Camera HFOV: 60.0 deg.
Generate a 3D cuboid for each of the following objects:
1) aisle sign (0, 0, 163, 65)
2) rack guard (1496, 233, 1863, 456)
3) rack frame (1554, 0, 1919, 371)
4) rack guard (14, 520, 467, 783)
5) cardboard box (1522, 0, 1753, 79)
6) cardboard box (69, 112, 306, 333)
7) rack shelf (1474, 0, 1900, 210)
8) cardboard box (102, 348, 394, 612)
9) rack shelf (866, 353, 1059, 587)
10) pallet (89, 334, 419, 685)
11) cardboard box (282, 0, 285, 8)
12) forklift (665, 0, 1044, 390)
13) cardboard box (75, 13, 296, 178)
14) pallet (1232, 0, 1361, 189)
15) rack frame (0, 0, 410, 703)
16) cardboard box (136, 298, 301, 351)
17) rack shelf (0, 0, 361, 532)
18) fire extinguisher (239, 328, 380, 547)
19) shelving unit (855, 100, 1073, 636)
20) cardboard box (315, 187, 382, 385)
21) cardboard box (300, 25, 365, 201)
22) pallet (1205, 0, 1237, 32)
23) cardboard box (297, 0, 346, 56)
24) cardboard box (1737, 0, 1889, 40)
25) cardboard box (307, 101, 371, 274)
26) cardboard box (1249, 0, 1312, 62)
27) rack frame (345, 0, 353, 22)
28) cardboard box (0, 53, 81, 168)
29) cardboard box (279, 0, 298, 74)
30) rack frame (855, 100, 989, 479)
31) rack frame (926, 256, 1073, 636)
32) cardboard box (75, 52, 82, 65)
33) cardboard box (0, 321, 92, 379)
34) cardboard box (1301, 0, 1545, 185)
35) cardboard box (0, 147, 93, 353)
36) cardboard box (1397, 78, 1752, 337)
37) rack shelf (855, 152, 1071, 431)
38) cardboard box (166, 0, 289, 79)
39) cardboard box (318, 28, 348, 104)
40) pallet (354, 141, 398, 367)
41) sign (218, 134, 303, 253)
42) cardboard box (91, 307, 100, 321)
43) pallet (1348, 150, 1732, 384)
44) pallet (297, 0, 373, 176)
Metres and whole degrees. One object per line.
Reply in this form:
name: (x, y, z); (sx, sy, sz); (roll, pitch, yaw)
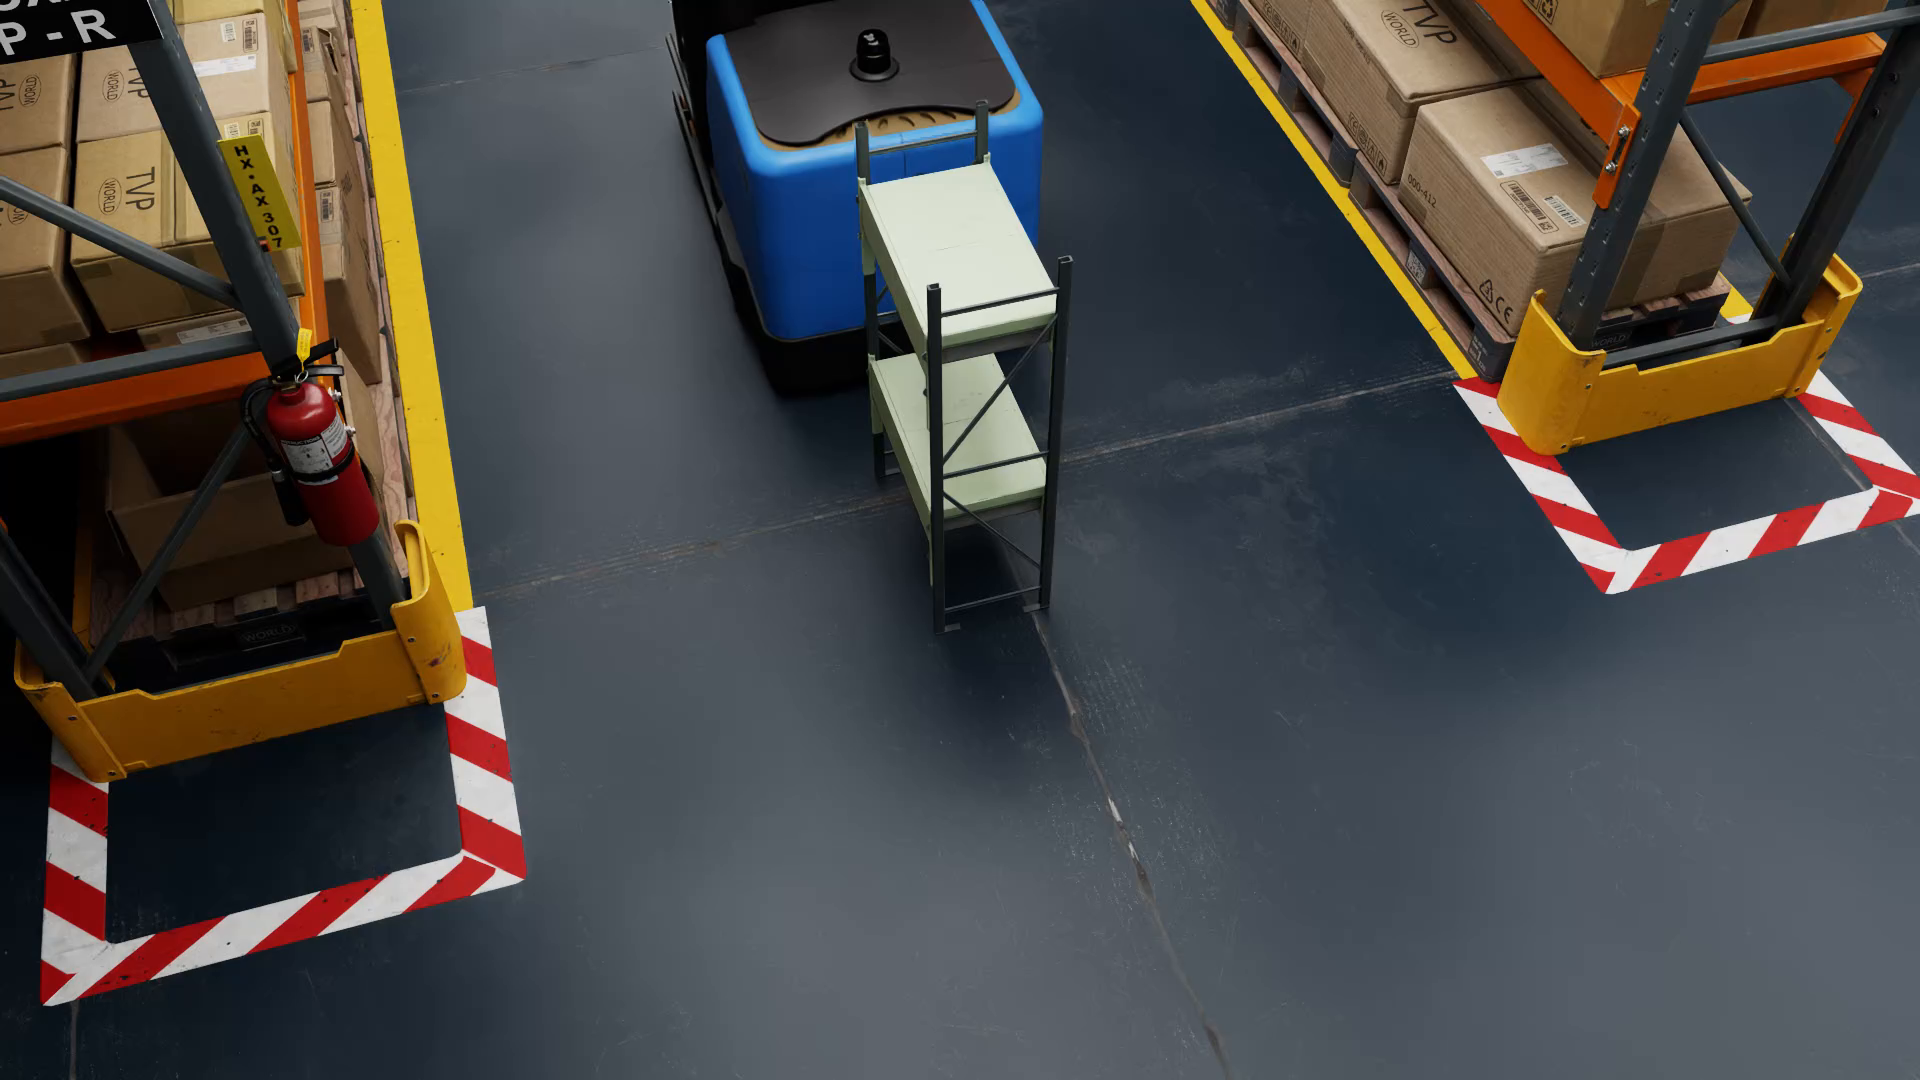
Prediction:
aisle sign: (-1.860, -1.262, 3.152); (0.394, 0.787, 0.004); (-13, 51, -11)
rack guard: (2.587, -0.709, 6.021); (1.175, 0.500, 0.348); (-13, 51, -11)
rack frame: (2.580, -1.533, 5.080); (1.000, 3.000, 0.127); (-13, 51, -11)
rack guard: (-2.183, 0.342, 5.134); (1.175, 0.500, 0.348); (-13, 51, -11)
cardboard box: (2.184, -1.857, 5.289); (0.500, 0.500, 0.500); (-13, 51, -11)
cardboard box: (-2.038, -0.848, 4.406); (0.500, 0.250, 0.500); (-13, 51, -11)
rack shelf: (1.988, -2.762, 6.587); (1.077, 0.370, 4.000); (-13, 51, -11)
cardboard box: (-2.251, -0.207, 5.320); (0.797, 0.503, 0.637); (-15, 52, -12)
rack shelf: (-0.002, -0.278, 5.430); (0.431, 0.370, 0.720); (-13, 51, -11)
pallet: (-2.420, -0.146, 5.736); (1.003, 0.211, 1.213); (-13, 51, -11)
cardboard box: (-2.427, -1.769, 5.443); (0.380, 0.149, 0.250); (-12, 51, -10)
forklift: (-0.608, -2.656, 6.072); (1.130, 2.935, 3.031); (-13, 51, -11)
cardboard box: (-2.187, -1.216, 4.717); (0.500, 0.250, 0.500); (-13, 51, -11)
pallet: (1.911, -2.090, 7.374); (1.003, 0.211, 1.213); (-13, 51, -11)
rack frame: (-2.161, -0.408, 4.132); (1.000, 3.000, 0.127); (-13, 51, -11)
cardboard box: (-1.996, -0.629, 4.483); (0.380, 0.149, 0.250); (-14, 51, -11)
rack shelf: (-2.752, -1.637, 5.638); (1.077, 0.370, 4.000); (-13, 51, -11)
fire extinguisher: (-1.676, -0.260, 4.301); (0.296, 0.674, 0.183); (-13, 51, -11)
shelving unit: (-0.002, -0.488, 5.181); (0.431, 1.500, 0.755); (-13, 51, -11)
cardboard box: (-2.467, -0.839, 5.855); (0.700, 0.500, 0.500); (-11, 51, -9)
cardboard box: (-2.774, -1.597, 6.495); (0.700, 0.500, 0.500); (-15, 52, -12)
pallet: (1.547, -2.982, 8.126); (1.003, 0.211, 1.213); (-13, 51, -11)
cardboard box: (-2.898, -2.205, 7.237); (0.380, 0.149, 0.250); (-15, 51, -12)
cardboard box: (2.712, -1.980, 5.392); (0.500, 0.500, 0.500); (-14, 51, -11)
cardboard box: (-2.528, -1.247, 6.200); (0.500, 0.500, 0.500); (-12, 51, -10)
cardboard box: (1.745, -2.627, 7.404); (0.875, 0.438, 0.875); (-15, 51, -12)
rack frame: (-3.344, -3.329, 6.595); (1.000, 3.000, 0.127); (-13, 51, -11)
cardboard box: (-2.702, -1.108, 4.626); (0.500, 0.250, 0.500); (-13, 51, -11)
cardboard box: (-2.329, -1.581, 5.285); (0.380, 0.149, 0.250); (-15, 51, -12)
rack frame: (-0.110, -0.756, 5.406); (0.400, 1.500, 0.023); (-13, 51, -11)
rack frame: (0.106, -0.221, 4.955); (0.400, 1.500, 0.023); (-13, 51, -11)
cardboard box: (-2.844, -1.471, 4.932); (0.500, 0.250, 0.500); (-12, 51, -10)
cardboard box: (-2.515, -0.508, 4.381); (0.380, 0.149, 0.250); (-14, 51, -11)
cardboard box: (2.010, -1.968, 6.848); (0.875, 0.438, 0.875); (-12, 51, -10)
cardboard box: (-2.550, -0.731, 4.308); (0.500, 0.250, 0.500); (-12, 51, -10)
cardboard box: (2.289, -1.302, 6.287); (0.875, 0.438, 0.875); (-15, 51, -12)
rack shelf: (-0.002, -0.740, 4.882); (0.431, 0.370, 0.720); (-13, 51, -11)
cardboard box: (-2.340, -1.585, 5.028); (0.500, 0.250, 0.500); (-14, 51, -12)
cardboard box: (-2.793, -1.982, 6.973); (0.396, 0.266, 0.258); (-12, 51, -10)
pallet: (-2.777, -1.036, 6.485); (1.003, 0.211, 1.213); (-13, 51, -11)
sign: (-1.643, -0.810, 3.904); (0.100, 0.325, 0.005); (-13, 51, -11)
cardboard box: (-2.532, -0.707, 4.549); (0.380, 0.149, 0.250); (-12, 51, -10)
pallet: (2.269, -1.200, 6.624); (1.003, 0.211, 1.213); (-13, 51, -11)
pallet: (-3.142, -1.929, 7.238); (1.003, 0.211, 1.213); (-13, 51, -11)
